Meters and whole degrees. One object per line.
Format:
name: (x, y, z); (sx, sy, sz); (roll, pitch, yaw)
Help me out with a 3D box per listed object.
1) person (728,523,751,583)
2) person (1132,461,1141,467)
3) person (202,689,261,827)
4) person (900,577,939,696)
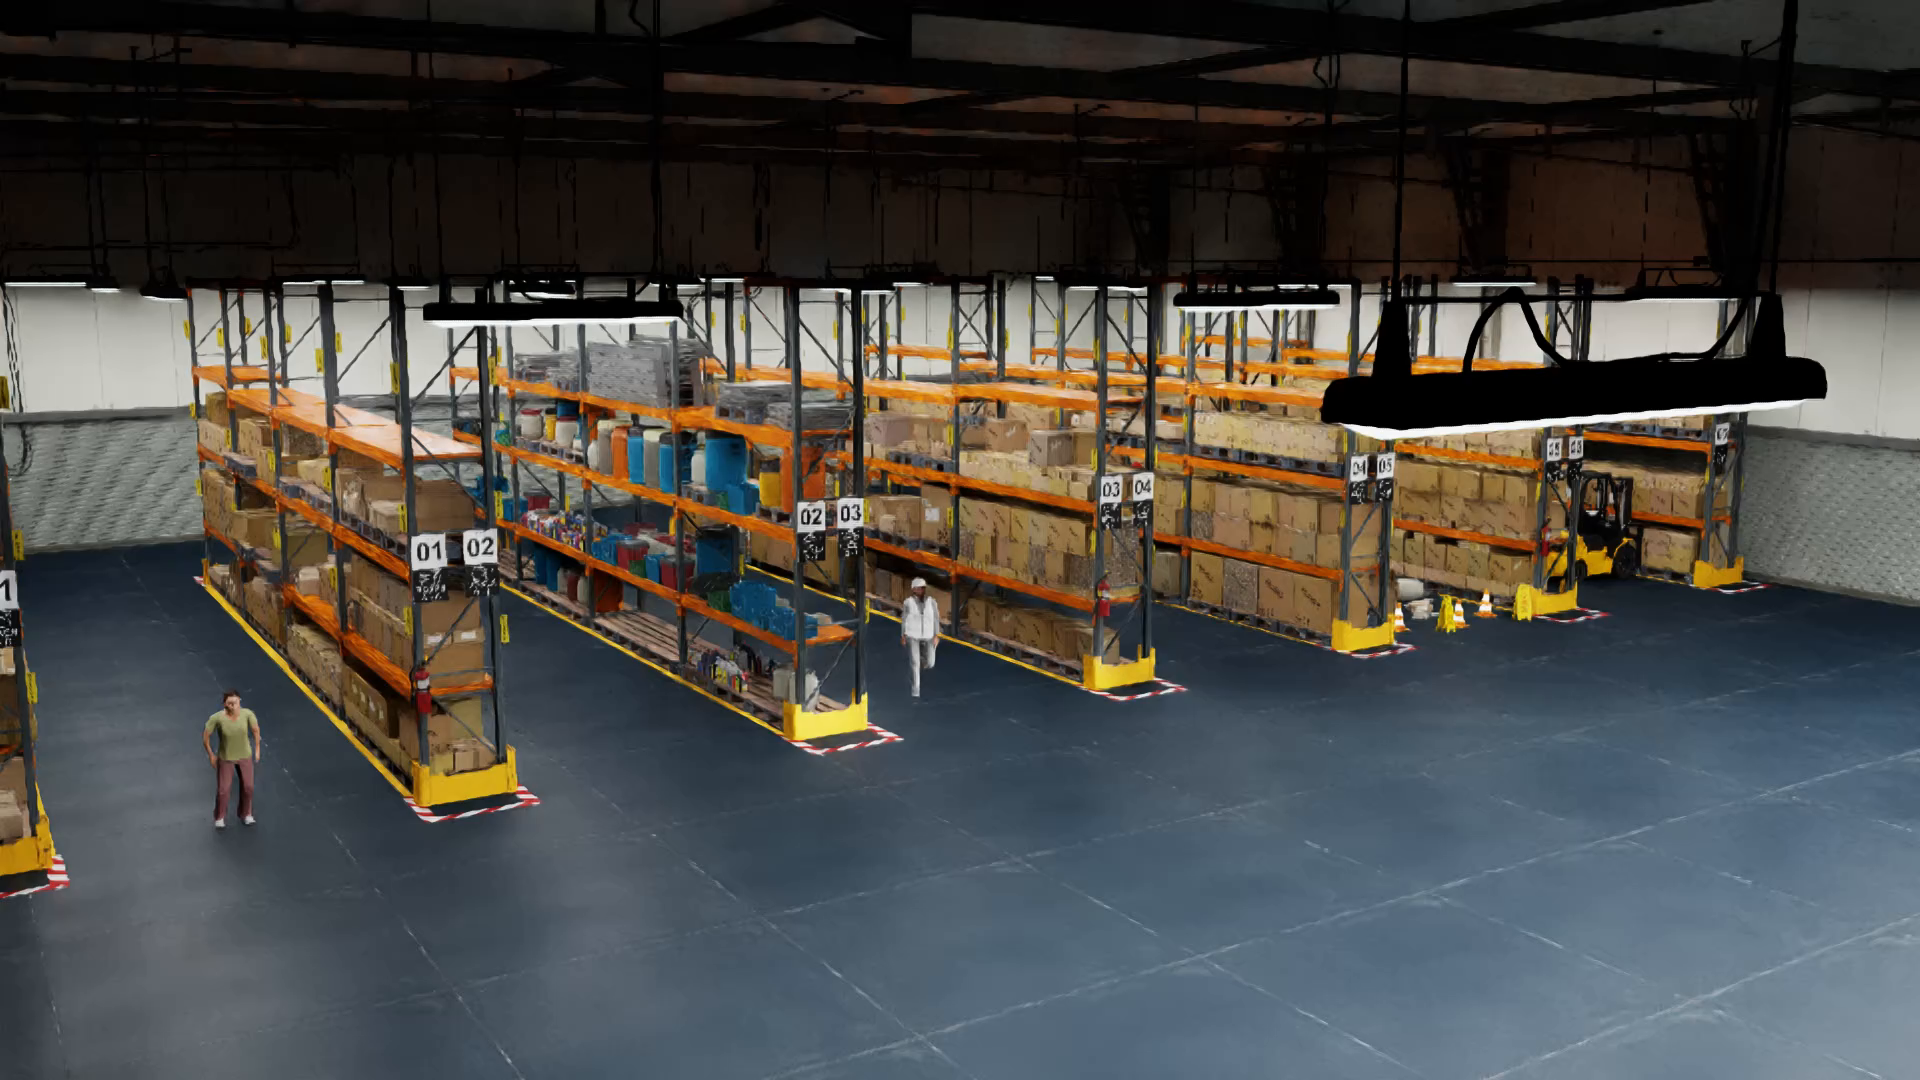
person: (-4.375, 0.144, 32.559); (0.566, 1.541, 0.519); (-7, 12, -35)
person: (3.985, -0.911, 37.979); (0.581, 1.785, 0.664); (-2, 10, -12)
person: (-8.168, 2.439, 18.691); (0.598, 1.618, 0.503); (-7, 12, -35)
person: (-0.587, 1.389, 24.553); (0.560, 1.736, 0.928); (-3, 10, -16)
